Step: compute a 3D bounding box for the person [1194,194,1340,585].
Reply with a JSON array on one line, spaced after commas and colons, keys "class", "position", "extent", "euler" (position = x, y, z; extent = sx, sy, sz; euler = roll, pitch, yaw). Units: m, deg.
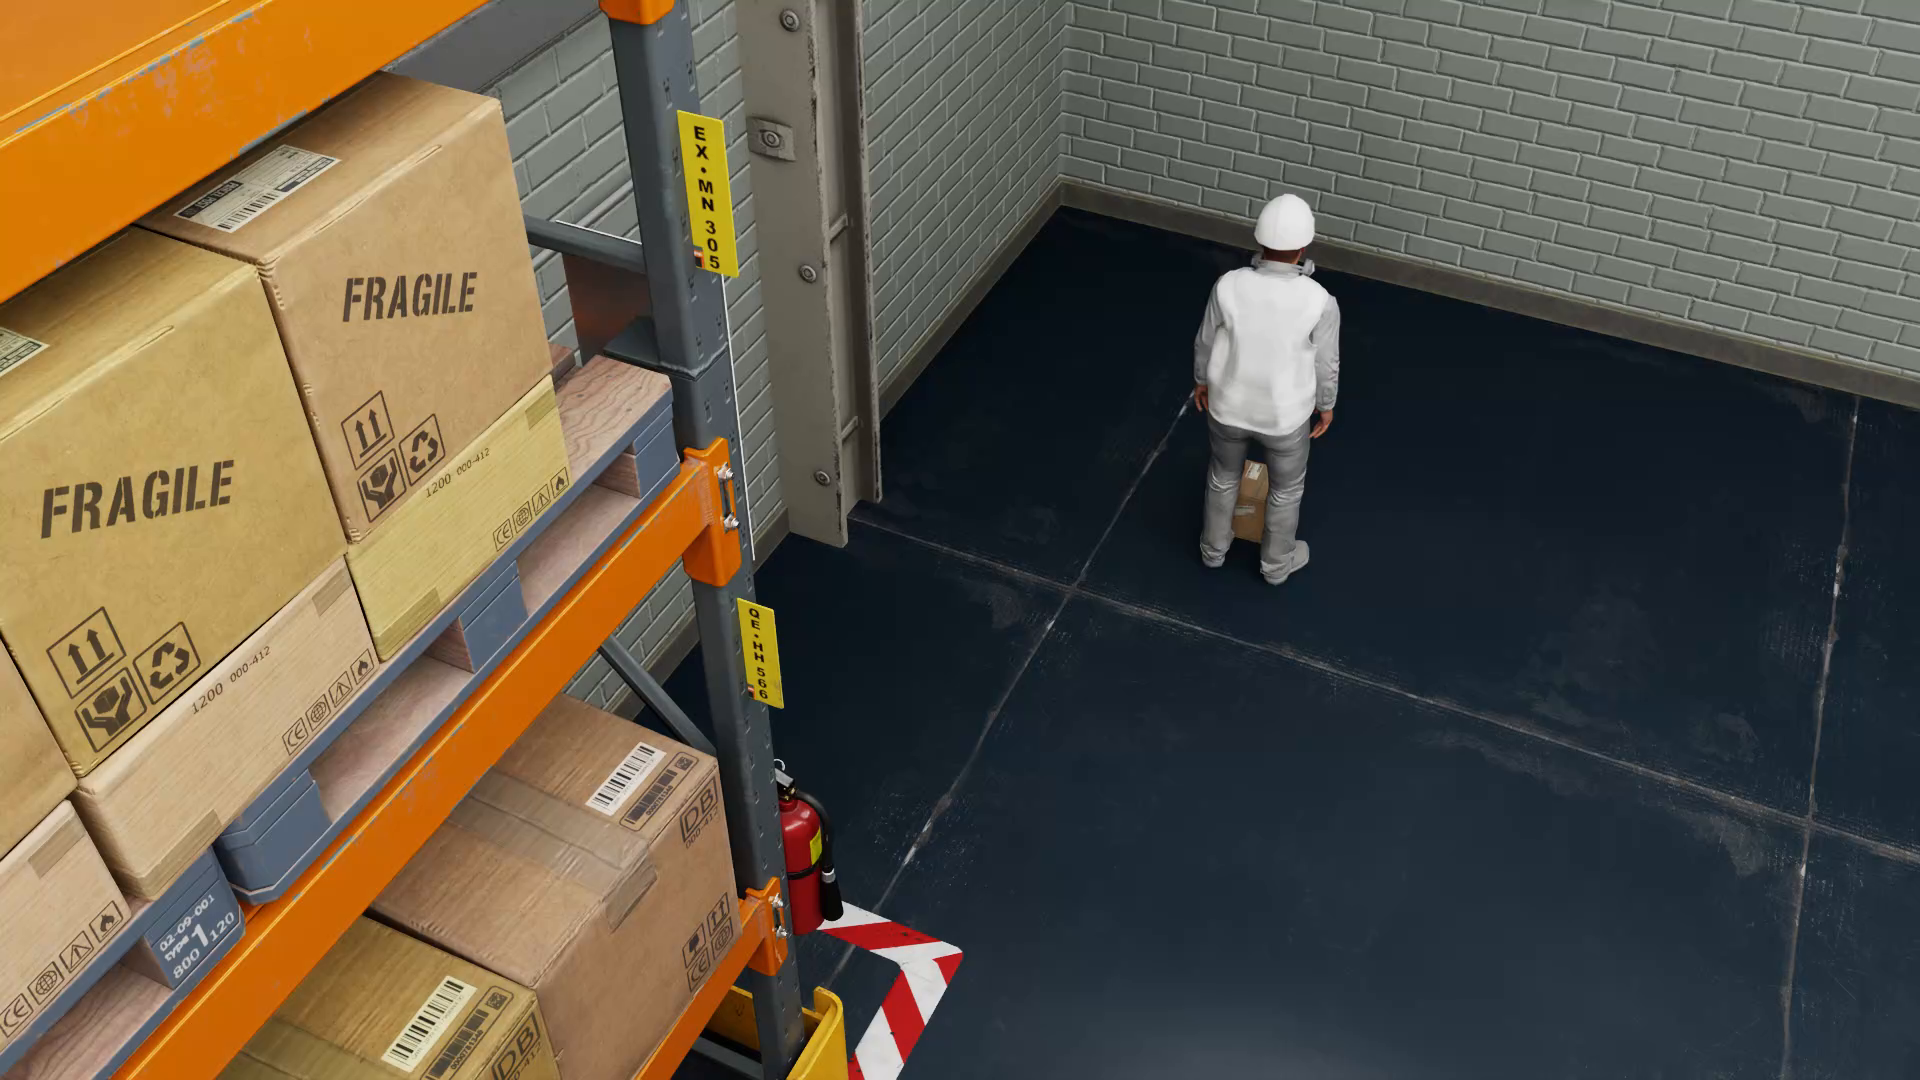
[{"class": "person", "position": [1.233, -0.580, 6.789], "extent": [0.590, 1.773, 0.459], "euler": [16, 44, 17]}]
